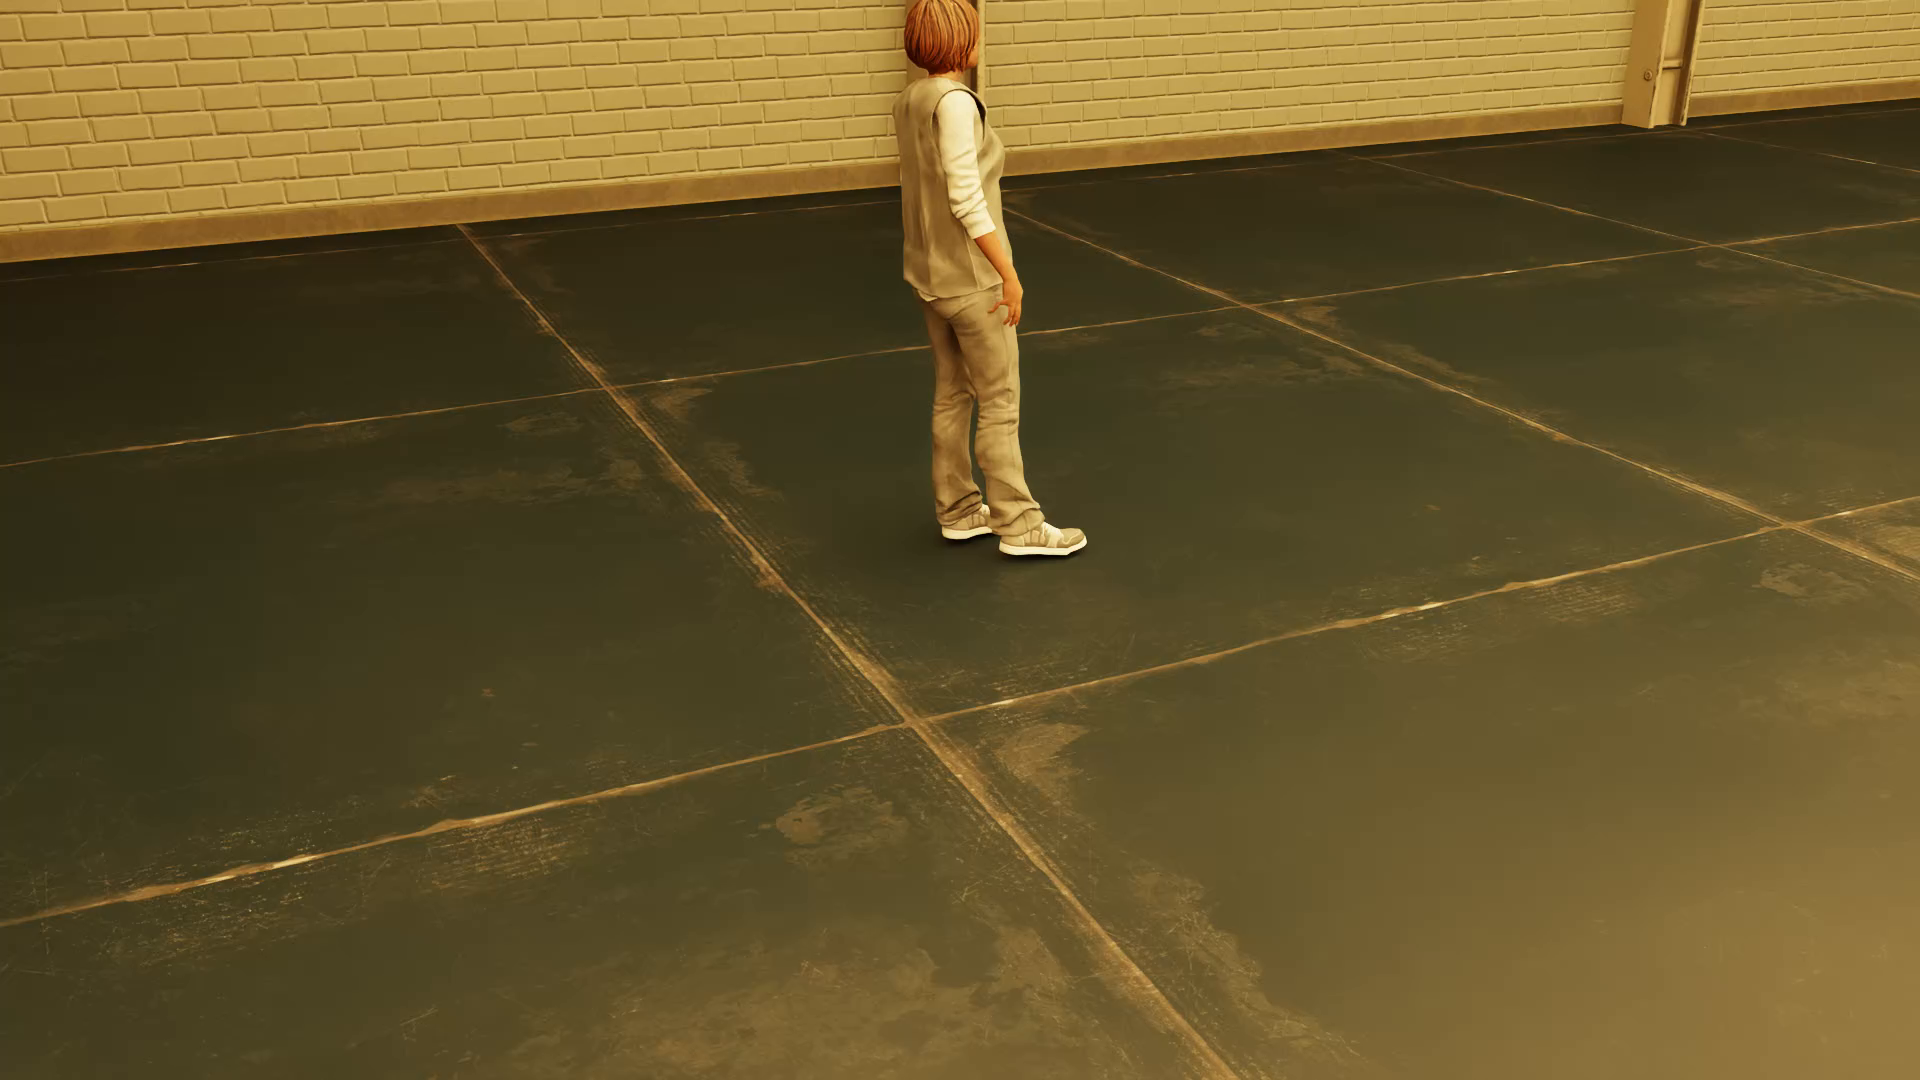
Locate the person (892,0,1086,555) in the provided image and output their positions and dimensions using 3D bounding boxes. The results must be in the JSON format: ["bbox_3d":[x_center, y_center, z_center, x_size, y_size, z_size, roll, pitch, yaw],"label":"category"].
[{"bbox_3d":[0.073,-0.751,4.814,0.475,1.597,0.520,-10,25,-23],"label":"person"}]
